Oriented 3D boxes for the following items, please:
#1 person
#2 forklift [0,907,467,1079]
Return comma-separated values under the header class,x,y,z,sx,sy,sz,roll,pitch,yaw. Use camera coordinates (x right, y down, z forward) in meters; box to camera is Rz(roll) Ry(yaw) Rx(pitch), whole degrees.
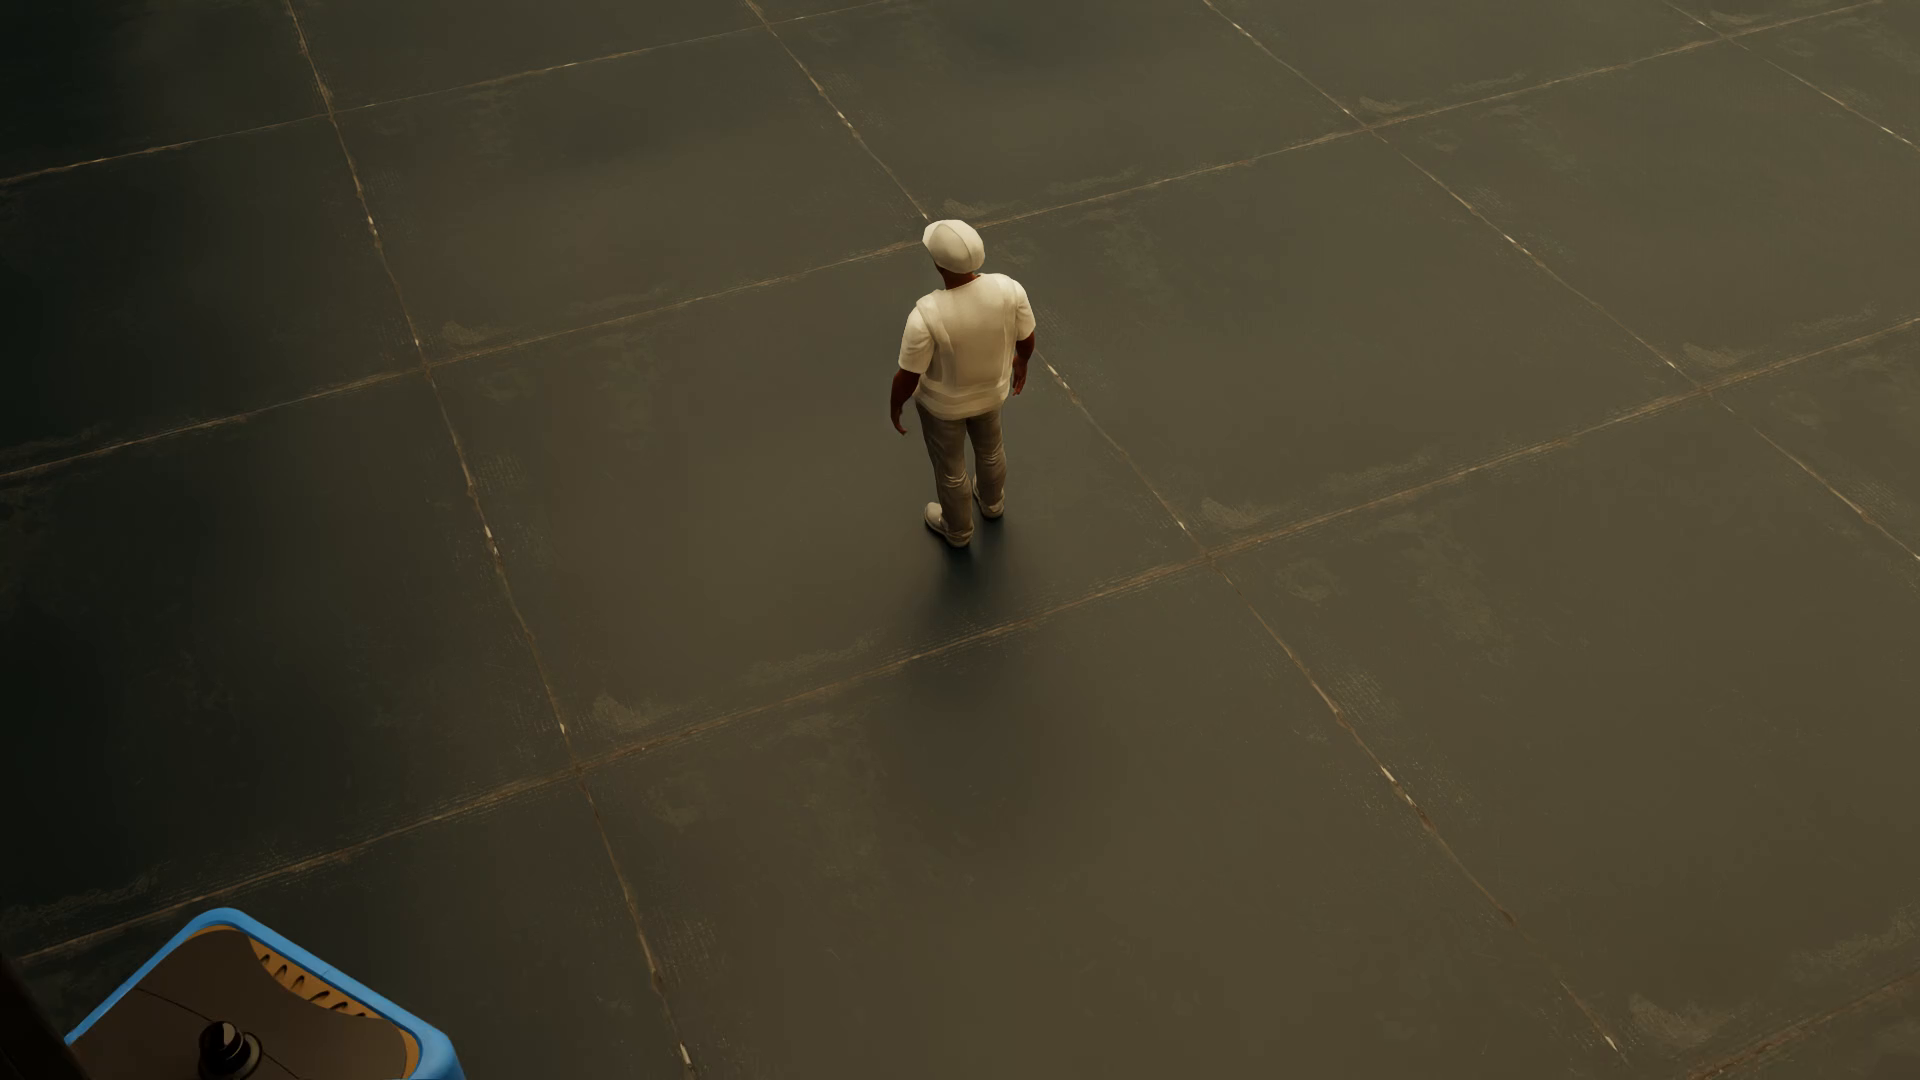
class,x,y,z,sx,sy,sz,roll,pitch,yaw
person,-0.023,-0.696,7.269,0.665,1.765,0.576,-18,46,-18
forklift,-2.602,1.848,3.700,1.130,2.935,3.031,22,47,22
